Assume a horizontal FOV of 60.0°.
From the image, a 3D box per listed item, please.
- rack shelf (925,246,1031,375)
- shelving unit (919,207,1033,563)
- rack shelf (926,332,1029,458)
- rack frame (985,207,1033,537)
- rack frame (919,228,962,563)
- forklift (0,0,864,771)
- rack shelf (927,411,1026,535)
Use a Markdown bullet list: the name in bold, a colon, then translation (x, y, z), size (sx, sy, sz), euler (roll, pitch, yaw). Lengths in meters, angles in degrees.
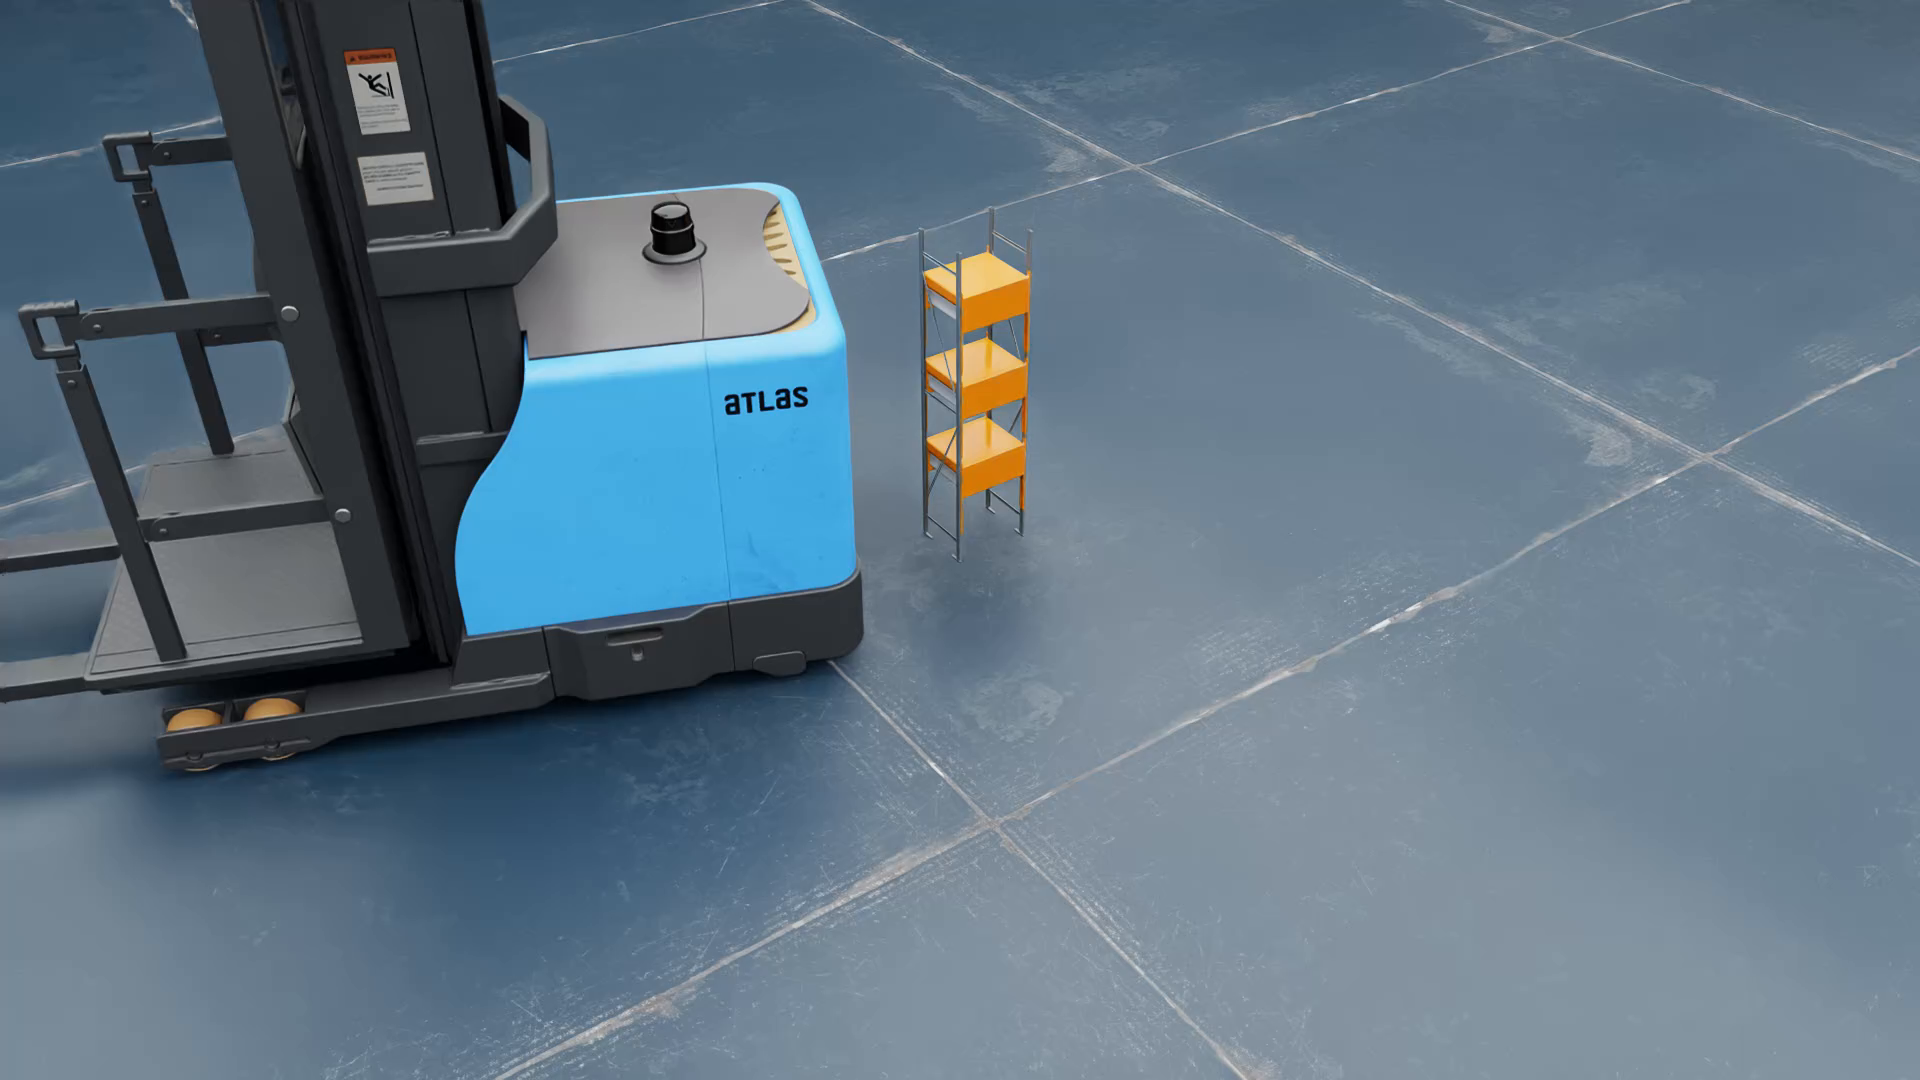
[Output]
- **rack shelf**: translation (0.044, -0.666, 4.809), size (0.240, 0.259, 0.215), euler (-22, 41, -28)
- **shelving unit**: translation (0.044, -0.444, 4.968), size (0.252, 1.050, 0.215), euler (-22, 41, -28)
- **rack shelf**: translation (0.044, -0.436, 4.975), size (0.240, 0.259, 0.215), euler (-22, 41, -28)
- **rack frame**: translation (0.143, -0.485, 5.026), size (0.008, 1.050, 0.200), euler (-22, 41, -28)
- **rack frame**: translation (-0.056, -0.403, 4.911), size (0.008, 1.050, 0.200), euler (-22, 41, -28)
- **forklift**: translation (-1.848, -0.918, 4.016), size (3.031, 2.935, 1.130), euler (-8, 36, -10)
- **rack shelf**: translation (0.044, -0.210, 5.137), size (0.240, 0.259, 0.215), euler (-22, 41, -28)
